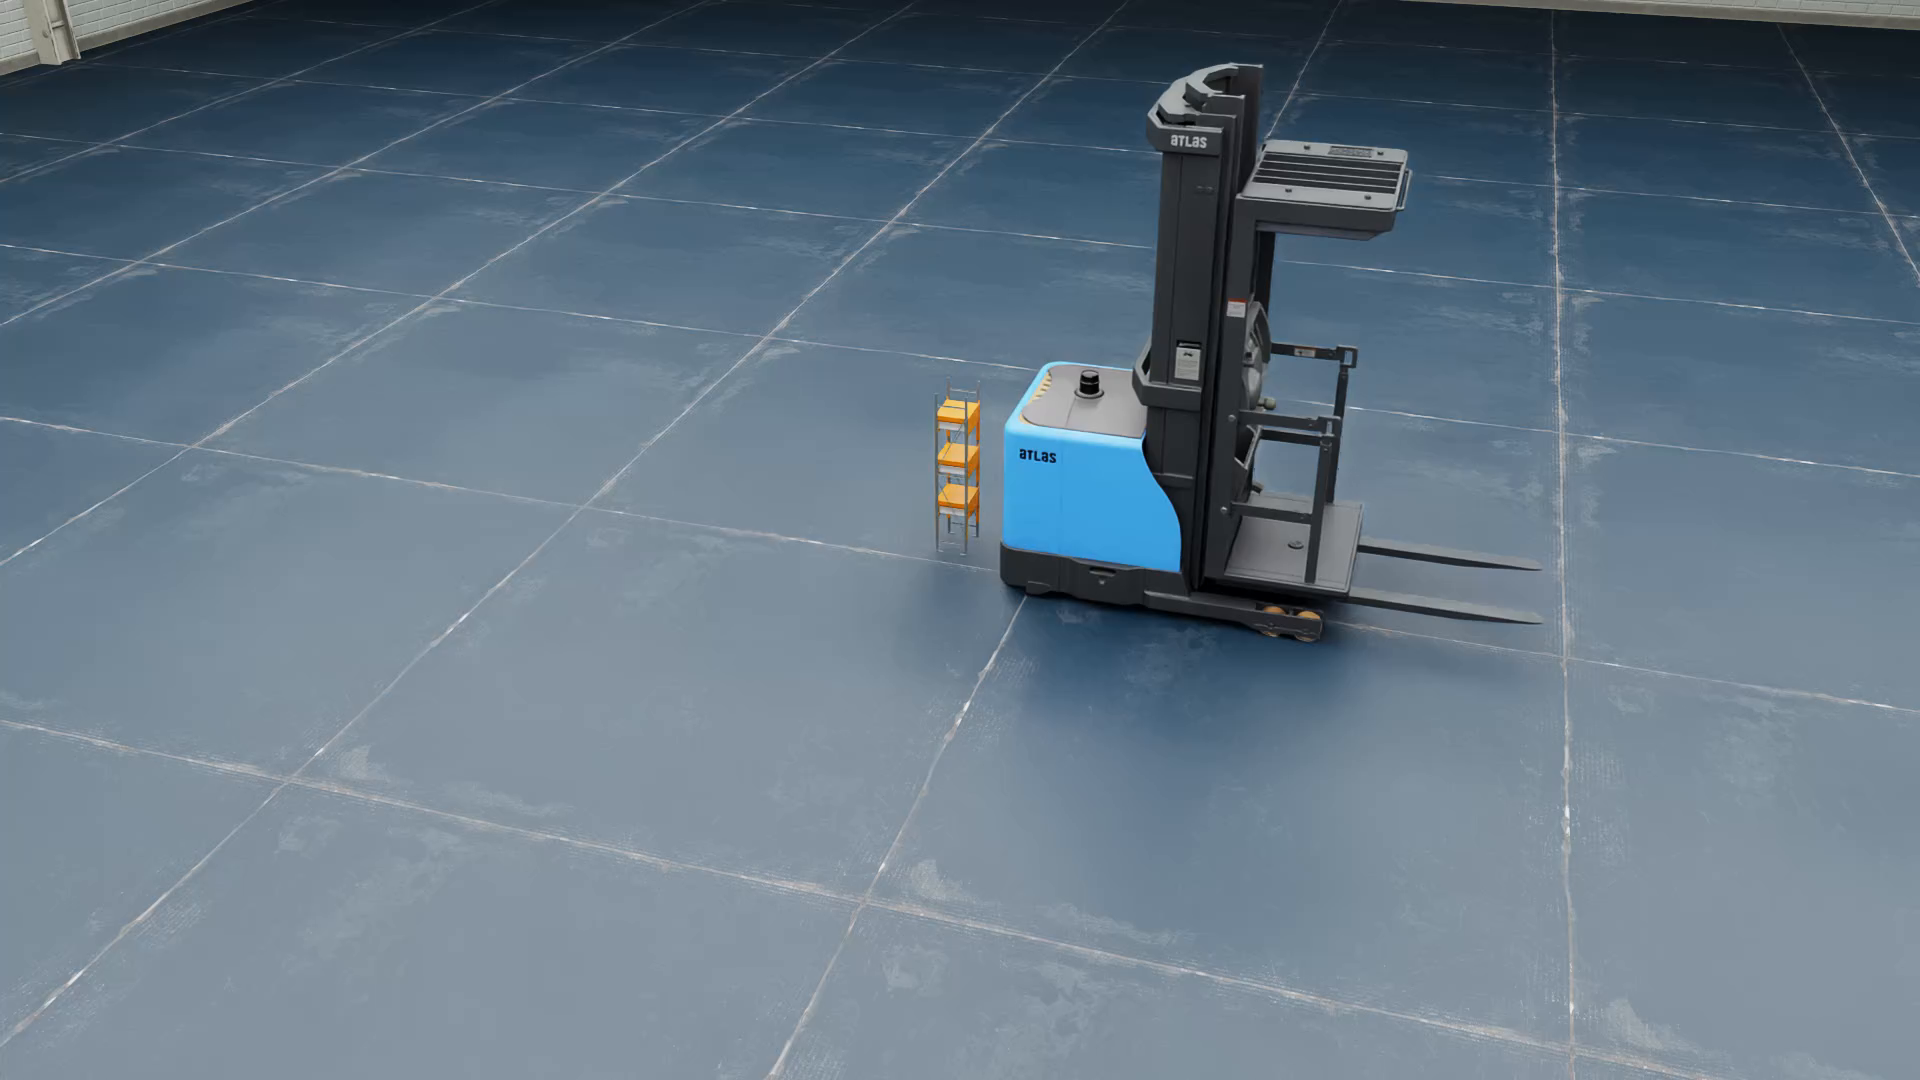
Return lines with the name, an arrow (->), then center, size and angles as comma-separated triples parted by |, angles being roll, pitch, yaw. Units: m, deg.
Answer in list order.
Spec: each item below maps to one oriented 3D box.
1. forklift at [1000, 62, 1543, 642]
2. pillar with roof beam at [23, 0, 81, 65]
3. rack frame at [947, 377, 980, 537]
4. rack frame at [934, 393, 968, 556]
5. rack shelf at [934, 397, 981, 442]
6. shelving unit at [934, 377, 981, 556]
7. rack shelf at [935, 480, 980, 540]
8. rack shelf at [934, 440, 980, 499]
forklift -> 1.809, -1.003, 9.074 | 3.031, 2.935, 1.130 | 8, 30, 15
pillar with roof beam -> -7.432, -9.469, 18.051 | 9.100, 9.000, 0.400 | 8, 30, 15
rack frame -> 0.020, -0.491, 10.087 | 0.200, 1.050, 0.008 | 8, 30, 15
rack frame -> -0.052, -0.377, 9.883 | 0.200, 1.050, 0.008 | 8, 30, 15
rack shelf -> -0.016, -0.673, 9.852 | 0.215, 0.259, 0.240 | 8, 30, 15
shelving unit -> -0.016, -0.434, 9.985 | 0.215, 1.050, 0.252 | 8, 30, 15
rack shelf -> -0.016, -0.182, 10.126 | 0.215, 0.259, 0.240 | 8, 30, 15
rack shelf -> -0.016, -0.425, 9.990 | 0.215, 0.259, 0.240 | 8, 30, 15
